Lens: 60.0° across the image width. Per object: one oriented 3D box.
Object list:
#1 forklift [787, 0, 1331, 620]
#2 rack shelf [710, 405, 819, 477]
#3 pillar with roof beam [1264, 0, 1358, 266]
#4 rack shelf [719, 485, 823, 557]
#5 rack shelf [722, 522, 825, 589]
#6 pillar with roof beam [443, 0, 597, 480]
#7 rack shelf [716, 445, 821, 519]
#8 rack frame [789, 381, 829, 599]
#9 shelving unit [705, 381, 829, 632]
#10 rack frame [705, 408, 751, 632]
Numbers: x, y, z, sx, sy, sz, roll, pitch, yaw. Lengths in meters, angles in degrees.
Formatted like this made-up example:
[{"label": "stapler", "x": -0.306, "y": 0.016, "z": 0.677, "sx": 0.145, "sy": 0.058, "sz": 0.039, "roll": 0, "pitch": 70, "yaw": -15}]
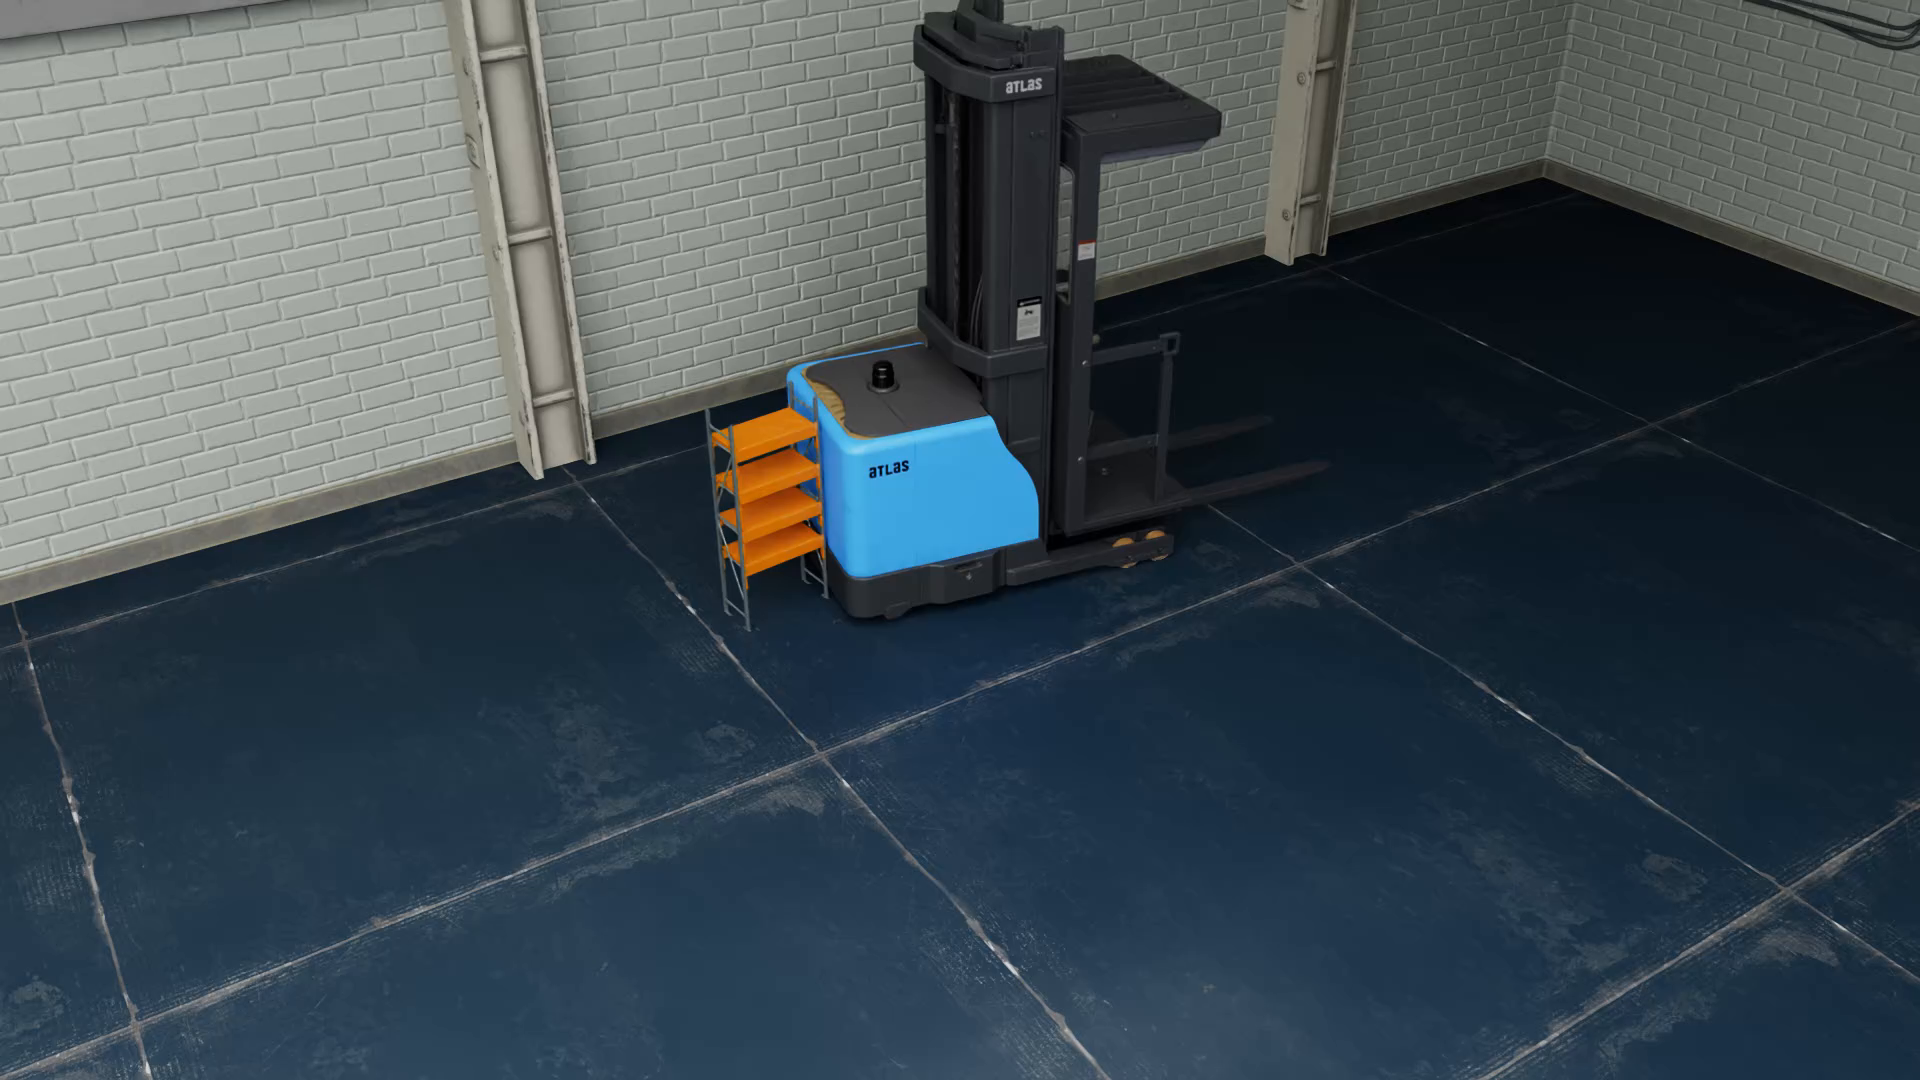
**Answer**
[{"label": "forklift", "x": 0.633, "y": -1.331, "z": 8.734, "sx": 3.031, "sy": 2.935, "sz": 1.130, "roll": -13, "pitch": 34, "yaw": -19}, {"label": "rack shelf", "x": -0.977, "y": -0.498, "z": 8.298, "sx": 0.480, "sy": 0.148, "sz": 0.258, "roll": -23, "pitch": 38, "yaw": -31}, {"label": "pillar with roof beam", "x": 4.921, "y": -4.095, "z": 7.428, "sx": 0.400, "sy": 9.000, "sz": 9.100, "roll": -19, "pitch": 37, "yaw": -27}, {"label": "rack shelf", "x": -0.975, "y": -0.107, "z": 8.541, "sx": 0.480, "sy": 0.148, "sz": 0.258, "roll": -23, "pitch": 38, "yaw": -31}, {"label": "rack shelf", "x": -0.974, "y": 0.061, "z": 8.646, "sx": 0.480, "sy": 0.148, "sz": 0.258, "roll": -23, "pitch": 38, "yaw": -31}, {"label": "pillar with roof beam", "x": -0.122, "y": -2.360, "z": 4.679, "sx": 0.400, "sy": 9.000, "sz": 9.100, "roll": -19, "pitch": 37, "yaw": -27}, {"label": "rack shelf", "x": -0.976, "y": -0.297, "z": 8.423, "sx": 0.480, "sy": 0.148, "sz": 0.258, "roll": -23, "pitch": 38, "yaw": -31}, {"label": "rack frame", "x": -0.783, "y": -0.245, "z": 8.633, "sx": 0.015, "sy": 1.200, "sz": 0.240, "roll": -23, "pitch": 38, "yaw": -31}, {"label": "shelving unit", "x": -0.975, "y": -0.164, "z": 8.506, "sx": 0.503, "sy": 1.200, "sz": 0.258, "roll": -23, "pitch": 38, "yaw": -31}, {"label": "rack frame", "x": -1.168, "y": -0.084, "z": 8.379, "sx": 0.015, "sy": 1.200, "sz": 0.240, "roll": -23, "pitch": 38, "yaw": -31}]
